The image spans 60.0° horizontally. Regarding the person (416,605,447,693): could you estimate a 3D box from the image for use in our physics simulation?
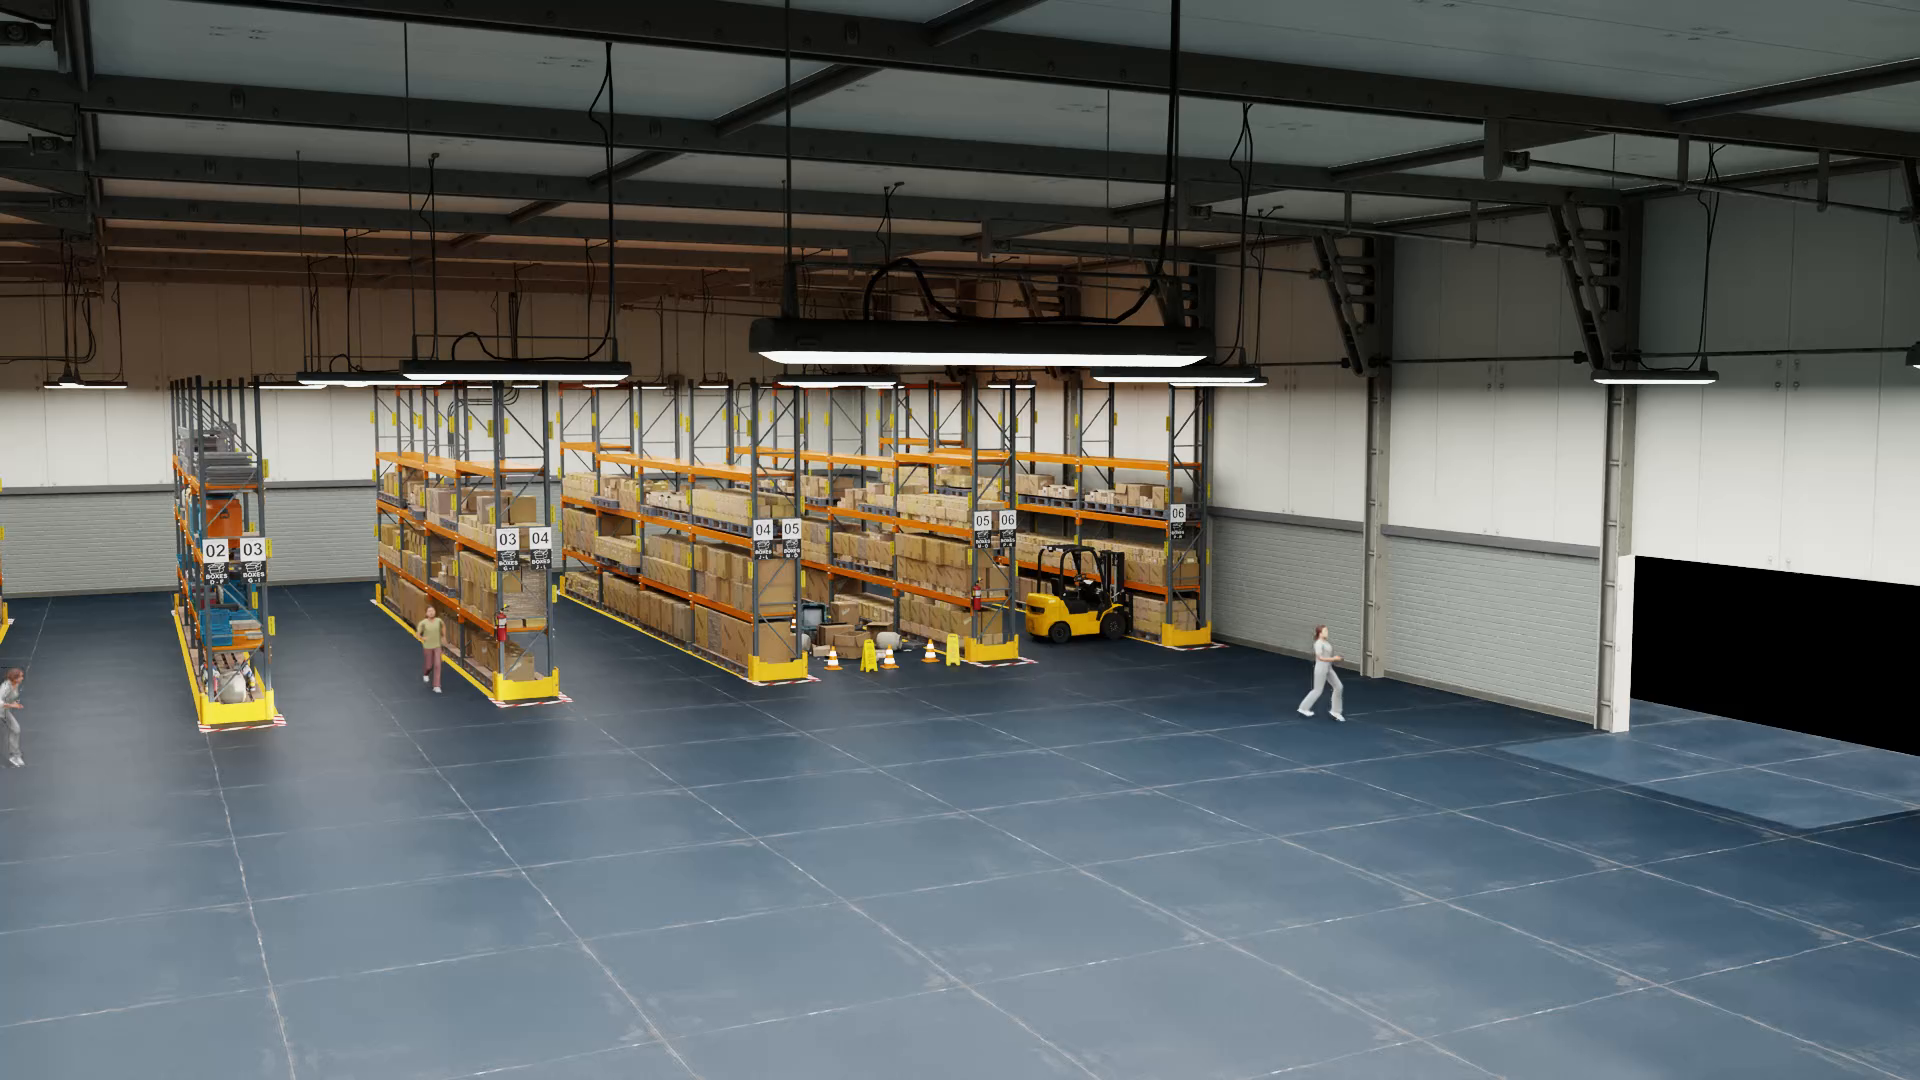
[{"bbox_3d":[-10.106,2.064,31.873,0.592,1.633,0.970,-3,6,-29],"label":"person"}]

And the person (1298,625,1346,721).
[{"bbox_3d":[6.349,2.330,29.087,0.825,1.681,0.570,3,6,32],"label":"person"}]

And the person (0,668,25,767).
[{"bbox_3d":[-14.749,2.728,25.413,0.910,1.547,0.578,0,5,-5],"label":"person"}]
